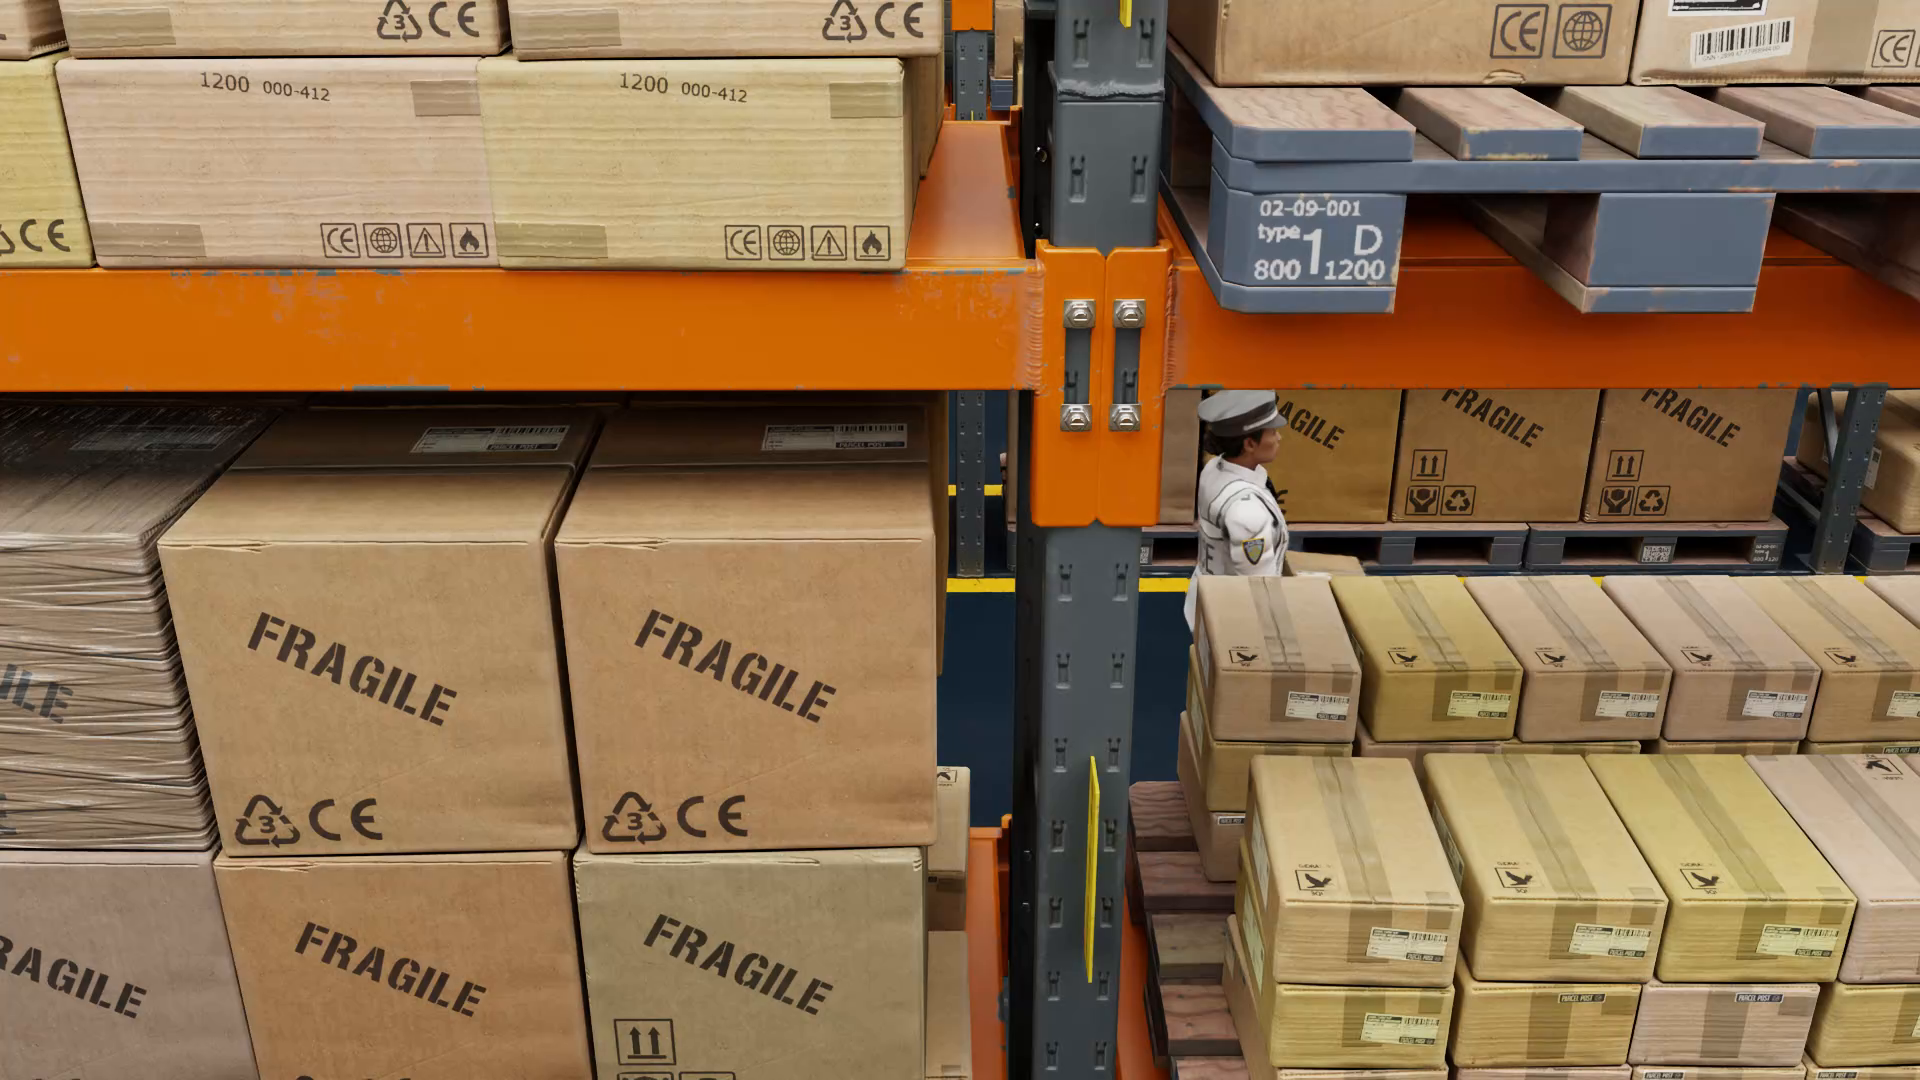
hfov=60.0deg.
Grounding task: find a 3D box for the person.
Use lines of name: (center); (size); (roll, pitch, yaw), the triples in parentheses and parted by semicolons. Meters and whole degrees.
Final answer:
person: (0.951, 0.294, 5.419); (0.439, 1.687, 0.497); (-1, 24, -1)
